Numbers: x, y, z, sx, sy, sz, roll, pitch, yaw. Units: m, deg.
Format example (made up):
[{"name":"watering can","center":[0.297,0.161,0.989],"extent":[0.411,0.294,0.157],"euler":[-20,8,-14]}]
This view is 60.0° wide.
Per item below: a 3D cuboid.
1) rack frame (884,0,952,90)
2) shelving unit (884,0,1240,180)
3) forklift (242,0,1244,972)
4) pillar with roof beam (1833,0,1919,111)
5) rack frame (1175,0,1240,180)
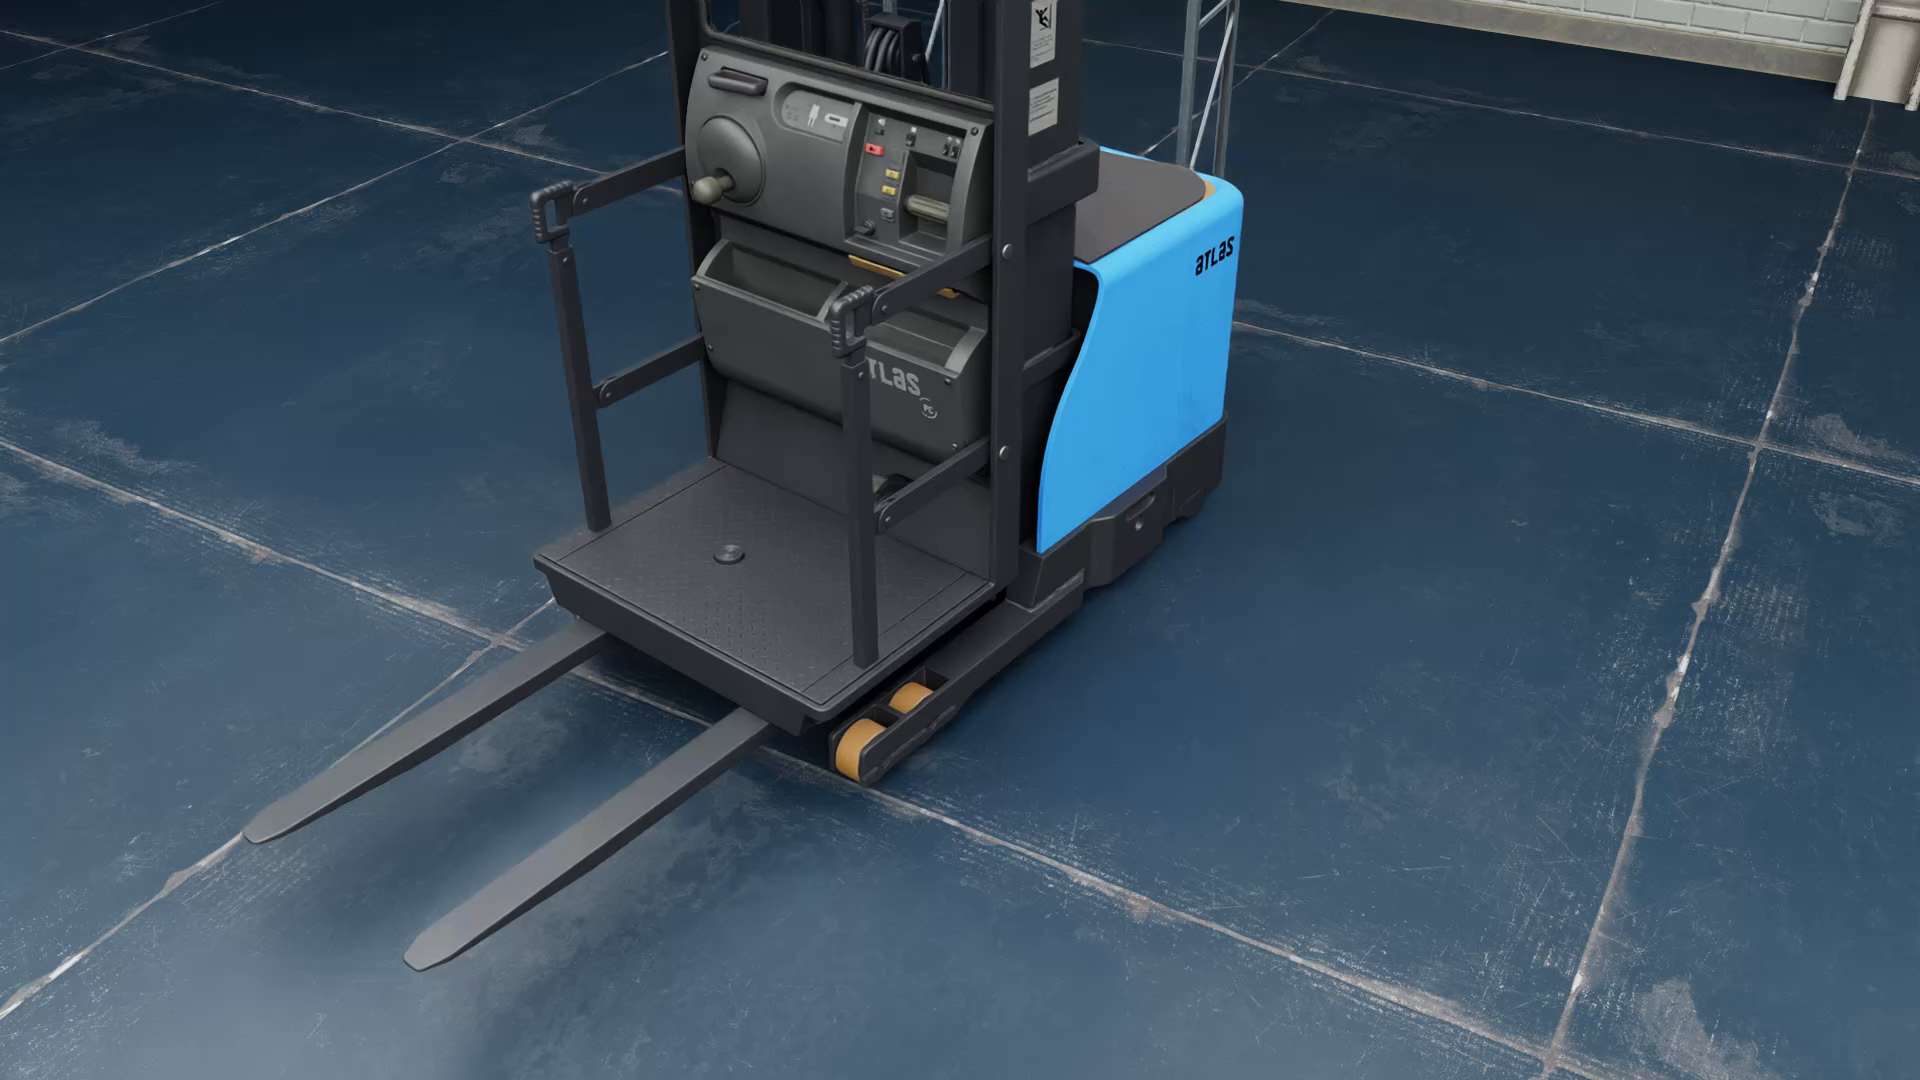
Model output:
[{"name":"rack frame","center":[-0.130,-1.349,5.923],"extent":[0.032,1.500,0.500],"euler":[14,36,20]},{"name":"shelving unit","center":[0.334,-1.234,5.750],"extent":[1.048,1.500,0.538],"euler":[14,36,20]},{"name":"forklift","center":[-0.457,-0.901,3.959],"extent":[1.130,2.935,3.031],"euler":[24,40,31]},{"name":"pillar with roof beam","center":[2.697,-4.013,3.157],"extent":[0.400,9.000,9.100],"euler":[18,37,24]},{"name":"rack frame","center":[0.797,-1.118,5.576],"extent":[0.032,1.500,0.500],"euler":[14,36,20]}]
